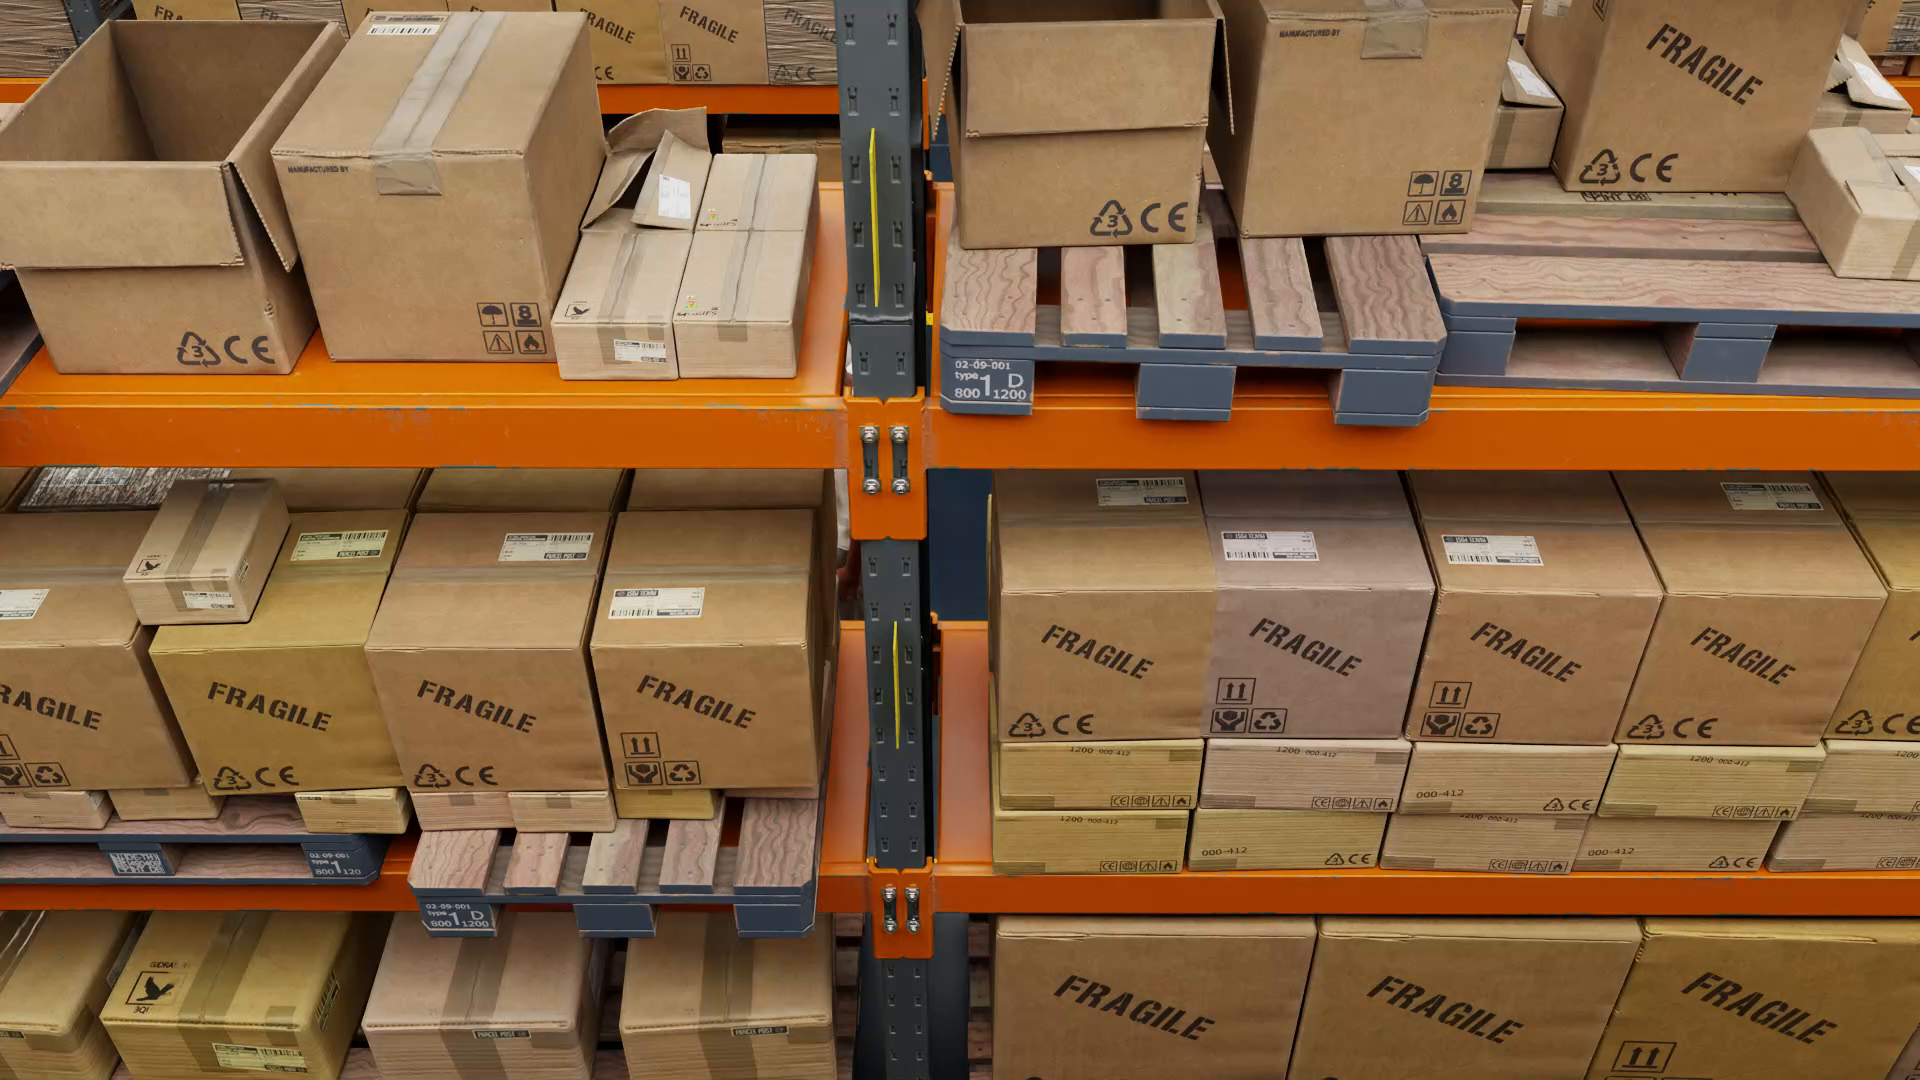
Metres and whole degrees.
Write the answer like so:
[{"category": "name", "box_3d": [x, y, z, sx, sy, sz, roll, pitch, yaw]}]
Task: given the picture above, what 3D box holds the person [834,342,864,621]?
[{"category": "person", "box_3d": [-0.427, -0.064, 6.220, 0.465, 1.758, 0.630, -4, 40, -5]}]
